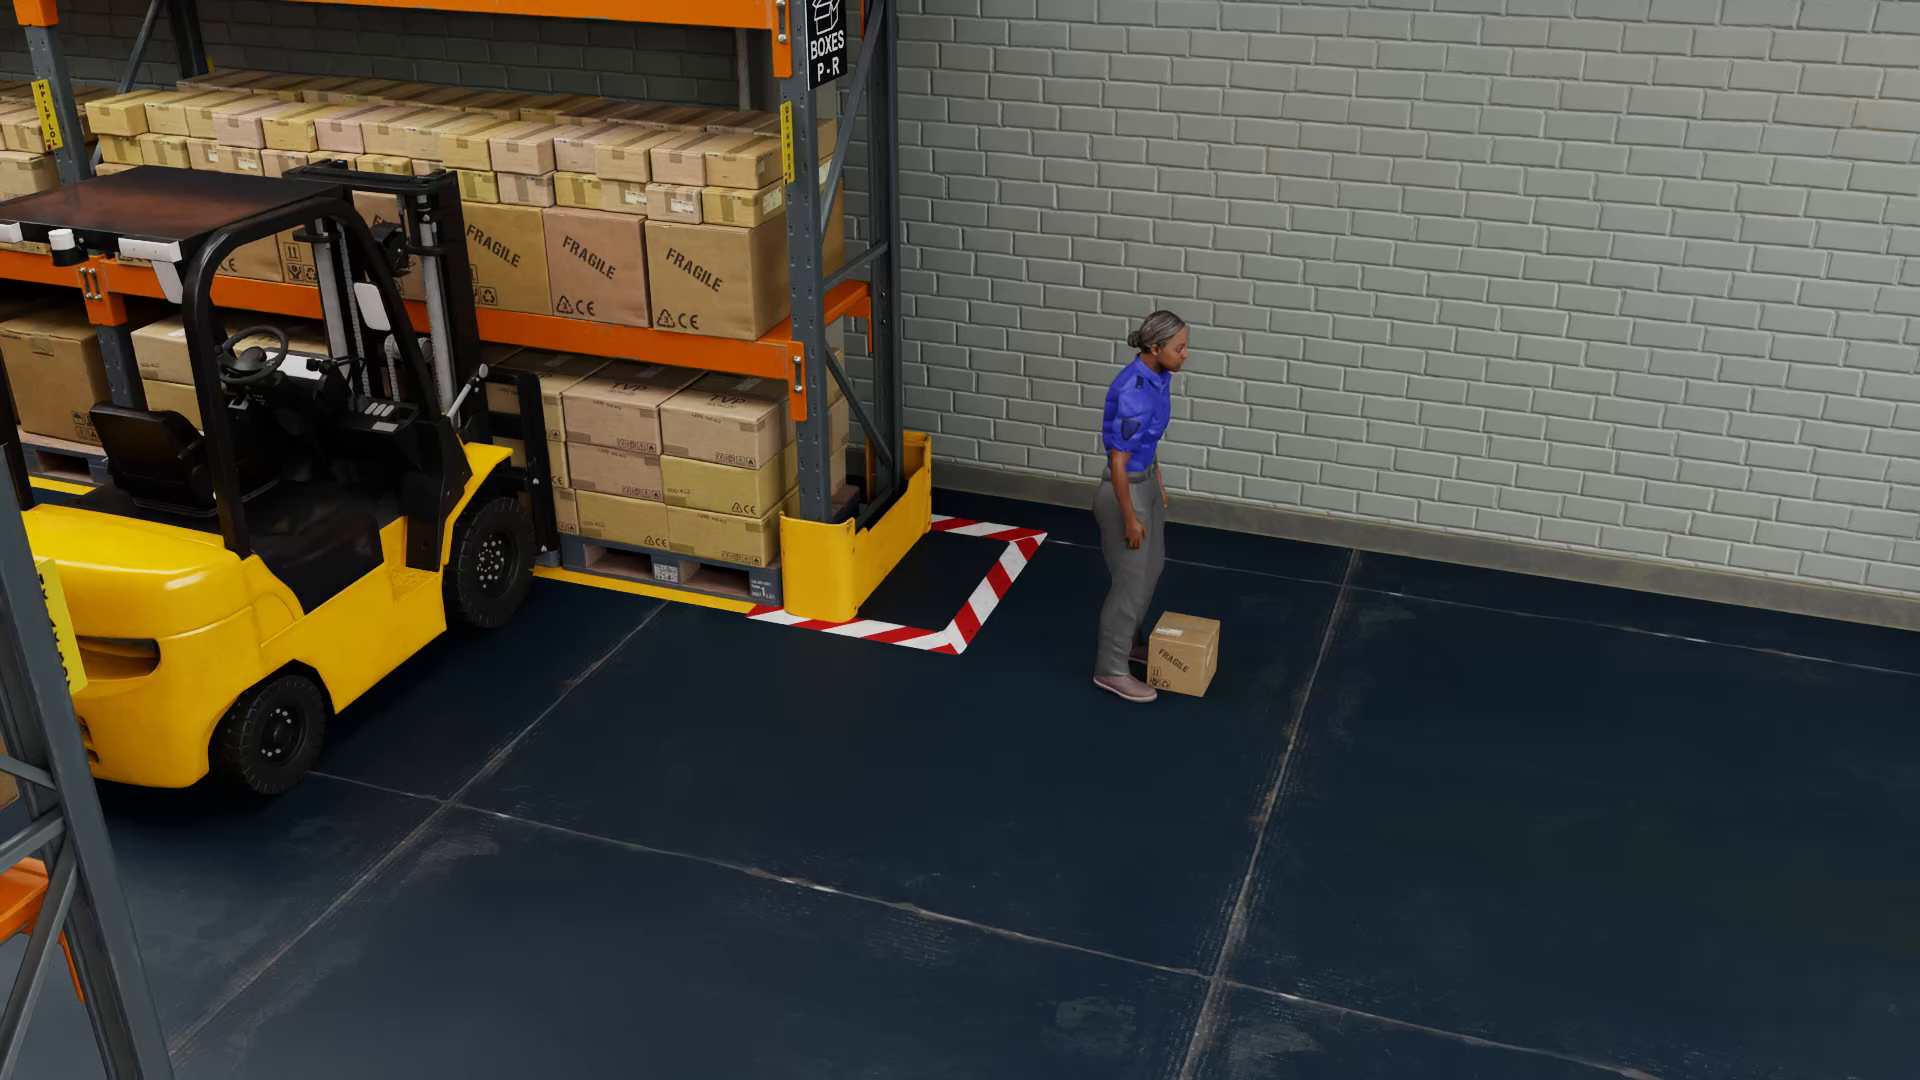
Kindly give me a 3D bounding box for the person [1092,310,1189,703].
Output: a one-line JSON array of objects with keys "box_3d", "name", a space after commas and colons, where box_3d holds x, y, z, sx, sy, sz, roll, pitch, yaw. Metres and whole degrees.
[{"box_3d": [0.743, -0.160, 6.962, 0.346, 1.641, 0.506, 9, 27, 18], "name": "person"}]
